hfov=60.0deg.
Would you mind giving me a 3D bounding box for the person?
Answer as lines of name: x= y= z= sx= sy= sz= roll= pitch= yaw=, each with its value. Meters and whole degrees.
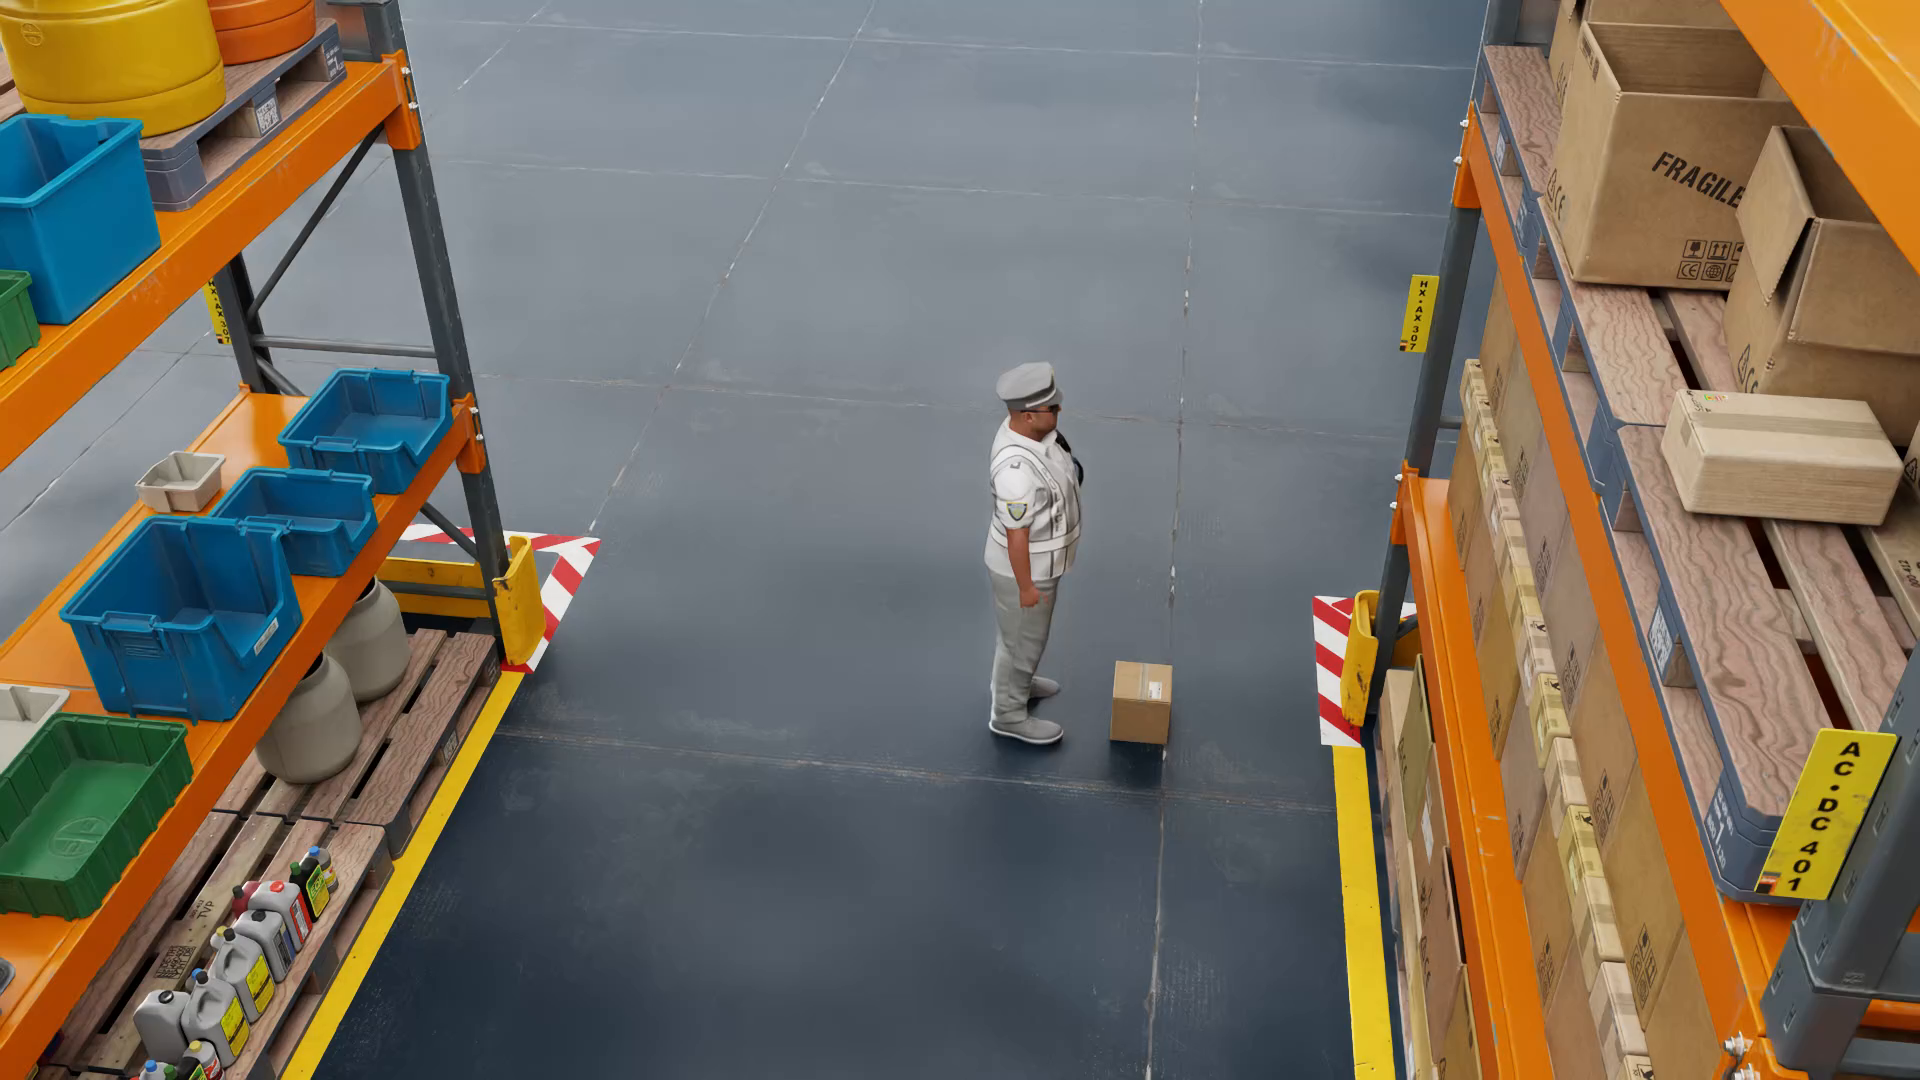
person: x=0.304 y=0.065 z=6.954 sx=0.394 sy=1.786 sz=0.528 roll=5 pitch=36 yaw=7
